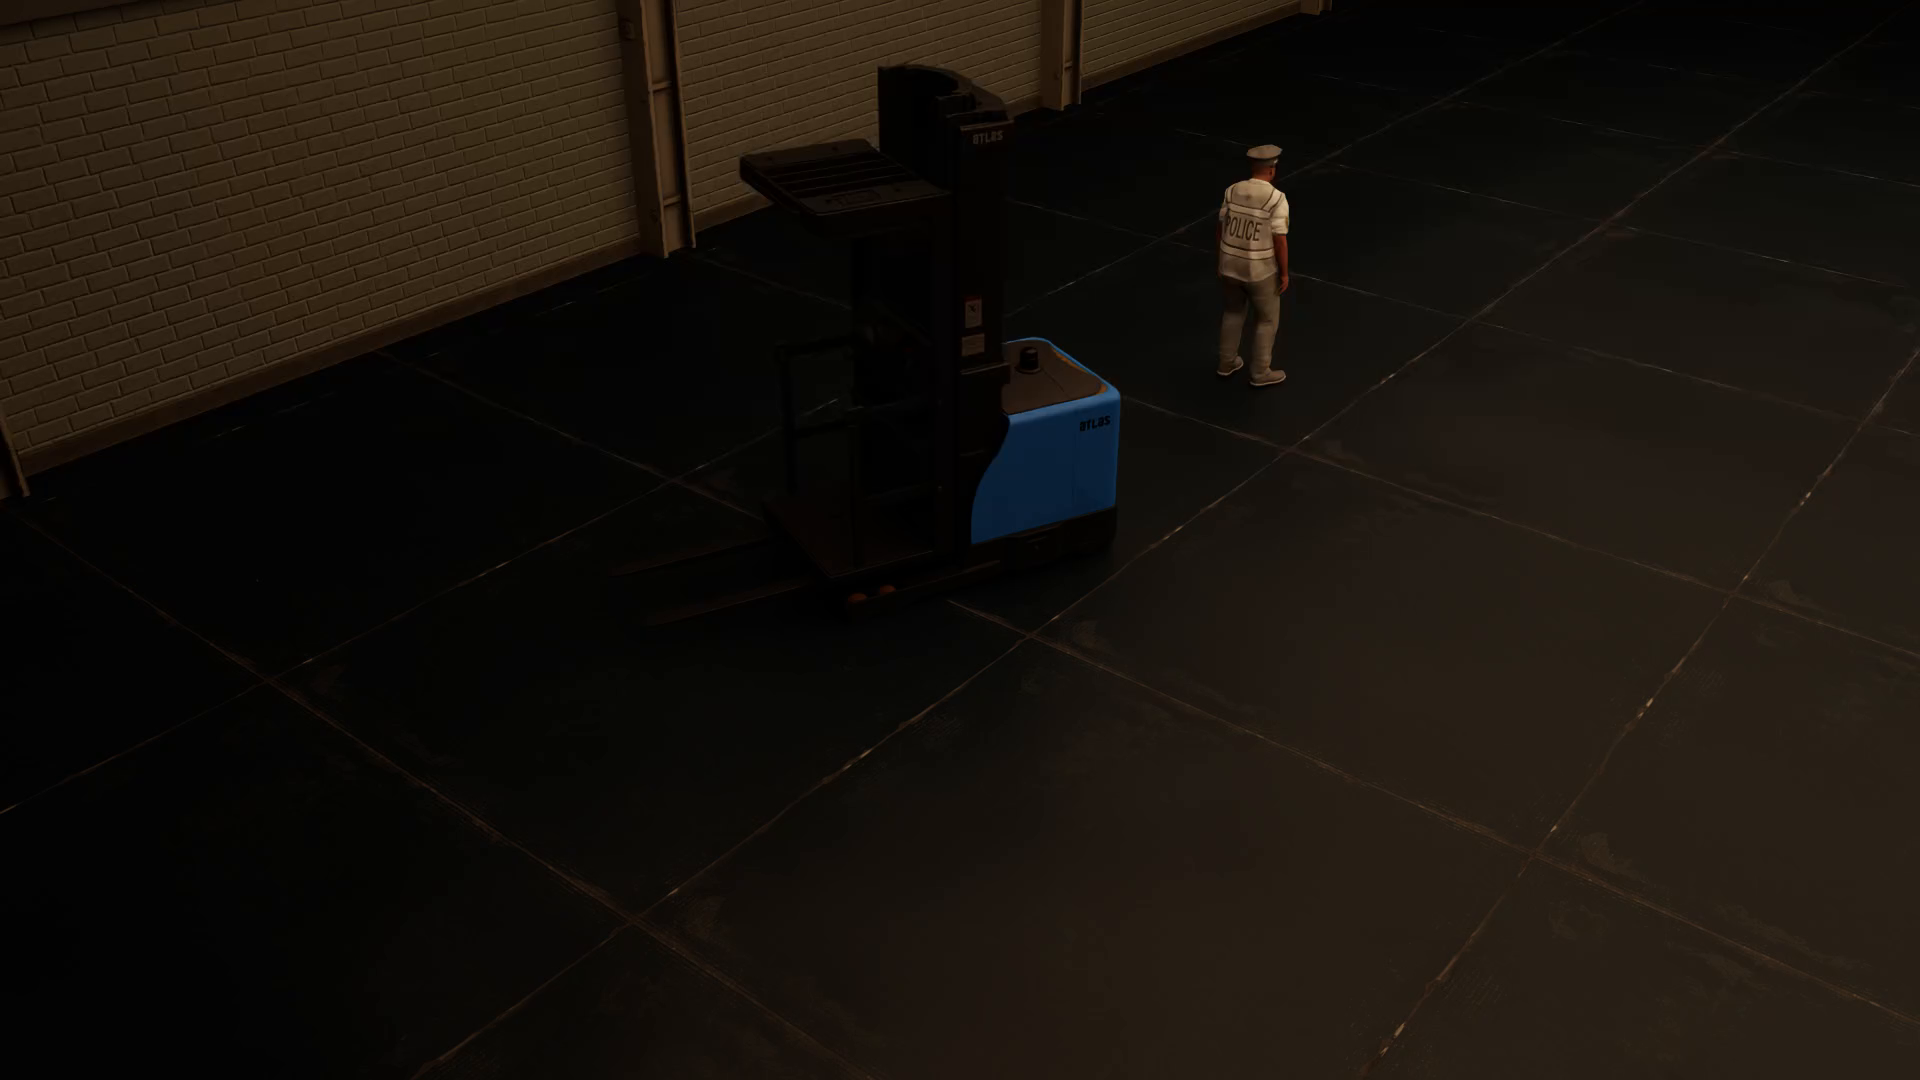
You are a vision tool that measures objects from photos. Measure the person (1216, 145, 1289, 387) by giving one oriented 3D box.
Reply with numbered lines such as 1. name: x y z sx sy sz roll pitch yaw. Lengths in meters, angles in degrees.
1. person: 2.130 -1.990 12.173 0.585 1.747 0.441 23 38 34

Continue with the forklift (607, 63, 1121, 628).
1. forklift: -0.574 -1.092 9.464 3.031 2.935 1.130 -15 33 -24
